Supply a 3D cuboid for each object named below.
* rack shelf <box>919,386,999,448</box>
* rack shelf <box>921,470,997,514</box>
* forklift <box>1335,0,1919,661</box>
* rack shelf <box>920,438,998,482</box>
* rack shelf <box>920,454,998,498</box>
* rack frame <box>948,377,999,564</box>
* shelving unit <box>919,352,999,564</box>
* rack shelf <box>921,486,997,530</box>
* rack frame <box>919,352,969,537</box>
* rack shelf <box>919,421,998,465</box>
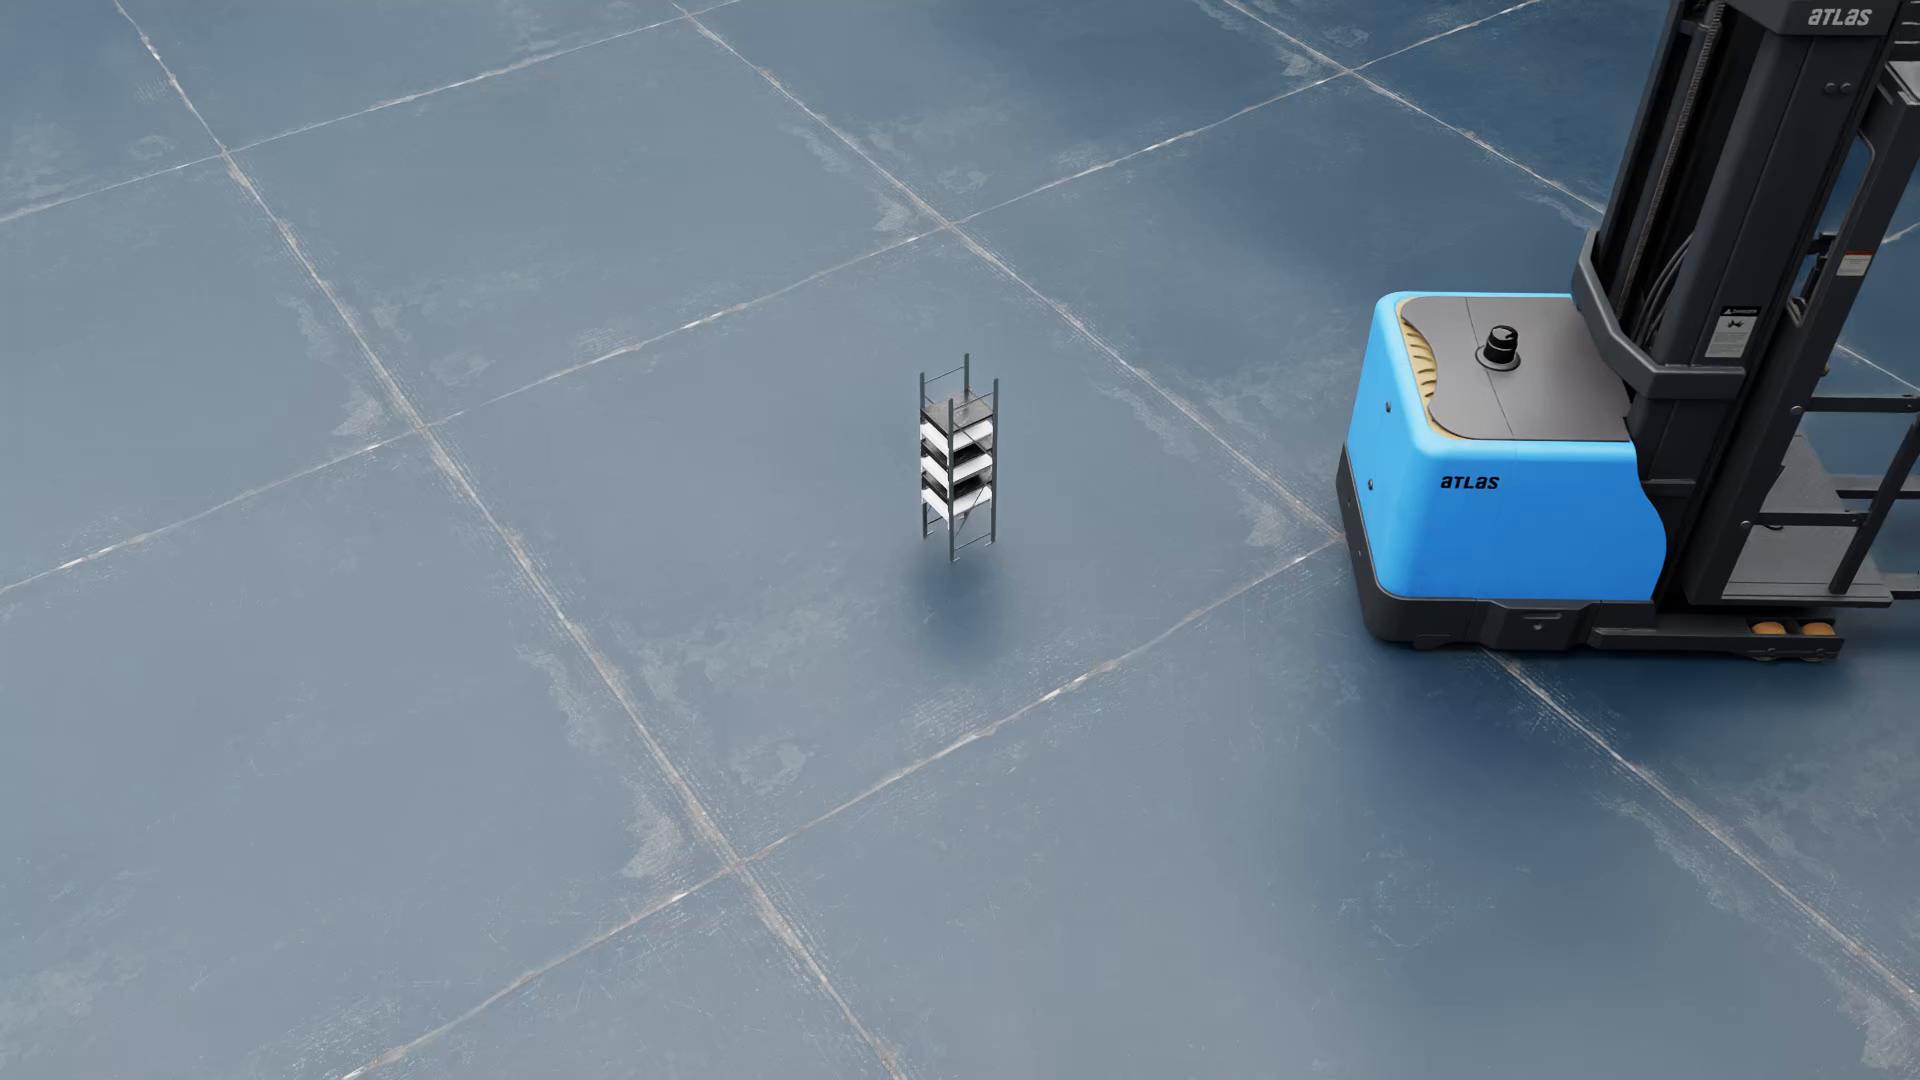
[{"bbox_3d":[-0.005,-0.501,6.772,0.258,0.077,0.200,-26,49,-24],"label":"rack shelf"},{"bbox_3d":[-0.005,-0.241,7.020,0.258,0.077,0.200,-26,49,-24],"label":"rack shelf"},{"bbox_3d":[3.176,-0.943,6.106,3.031,2.935,1.130,1,44,1],"label":"forklift"},{"bbox_3d":[-0.005,-0.371,6.896,0.258,0.077,0.200,-26,49,-24],"label":"rack shelf"},{"bbox_3d":[-0.005,-0.306,6.958,0.258,0.077,0.200,-26,49,-24],"label":"rack shelf"},{"bbox_3d":[0.054,-0.273,6.875,0.240,0.900,0.006,-26,49,-24],"label":"rack frame"},{"bbox_3d":[-0.005,-0.330,6.935,0.258,0.900,0.210,-26,49,-24],"label":"shelving unit"},{"bbox_3d":[-0.005,-0.176,7.082,0.258,0.077,0.200,-26,49,-24],"label":"rack shelf"},{"bbox_3d":[-0.063,-0.388,6.995,0.240,0.900,0.006,-26,49,-24],"label":"rack frame"},{"bbox_3d":[-0.005,-0.436,6.834,0.258,0.077,0.200,-26,49,-24],"label":"rack shelf"}]
